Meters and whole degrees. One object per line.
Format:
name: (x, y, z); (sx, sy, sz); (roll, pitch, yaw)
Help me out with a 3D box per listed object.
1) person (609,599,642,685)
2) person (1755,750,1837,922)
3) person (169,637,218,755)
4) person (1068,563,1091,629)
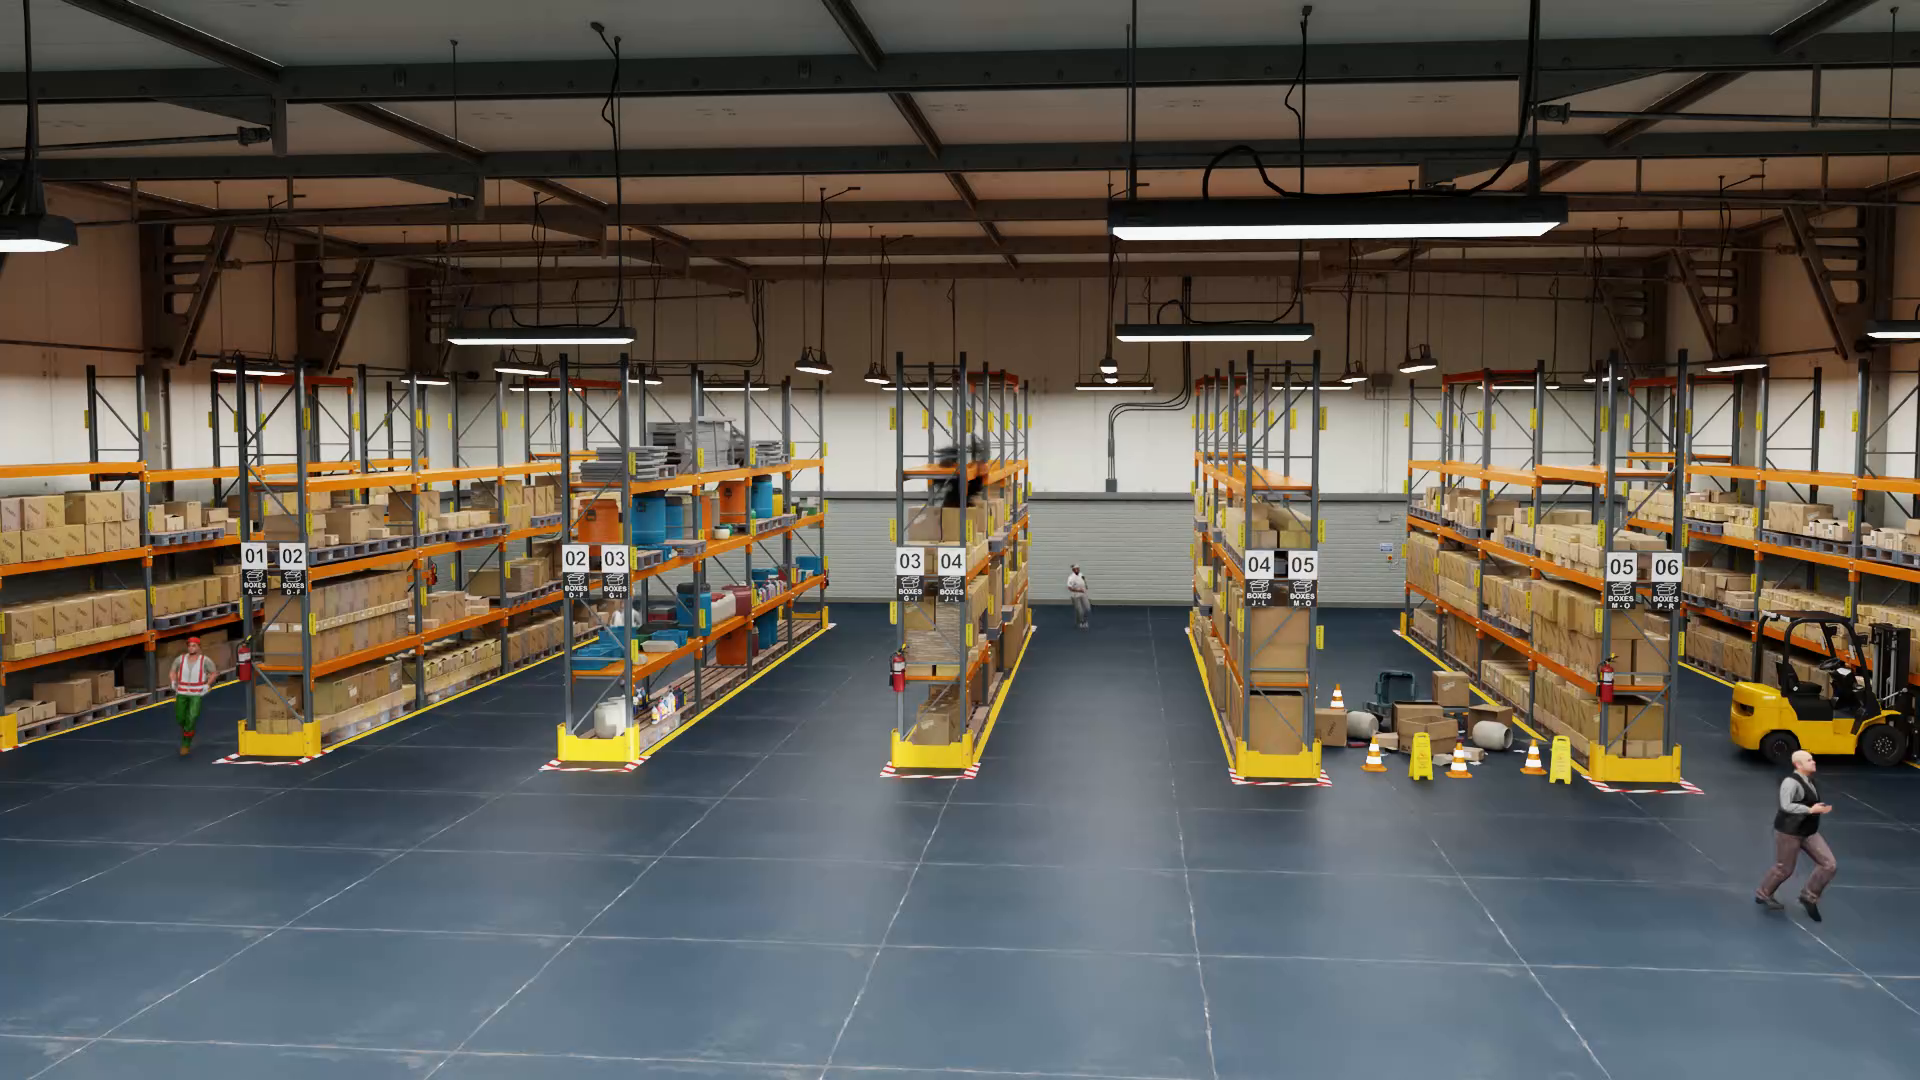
person: (-6.373, 1.894, 31.614); (0.656, 1.722, 0.573); (0, 4, 4)
person: (8.394, 2.969, 16.729); (0.640, 1.743, 0.777); (-3, 5, -34)
person: (-11.675, 2.343, 25.341); (0.672, 1.759, 0.710); (-1, 4, -13)
person: (2.851, 1.353, 40.022); (0.655, 1.637, 0.611); (-2, 5, -29)
